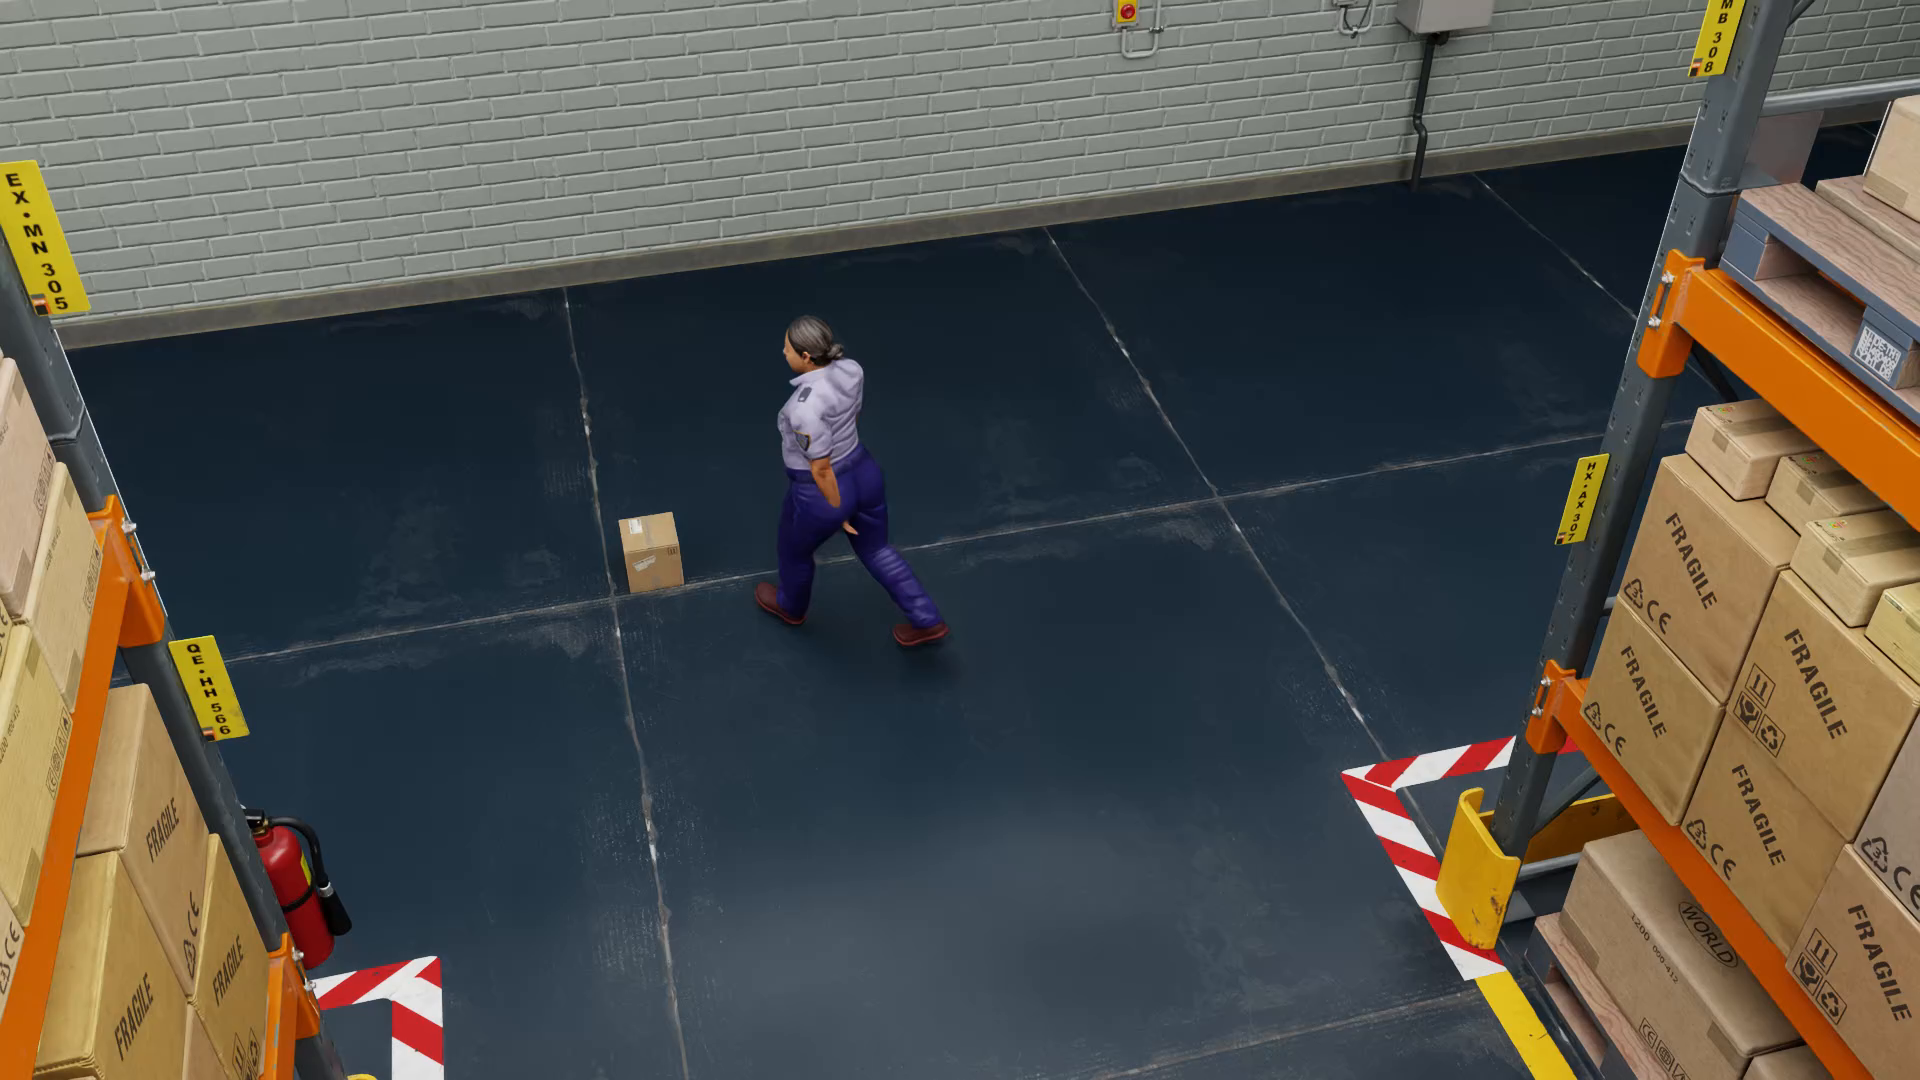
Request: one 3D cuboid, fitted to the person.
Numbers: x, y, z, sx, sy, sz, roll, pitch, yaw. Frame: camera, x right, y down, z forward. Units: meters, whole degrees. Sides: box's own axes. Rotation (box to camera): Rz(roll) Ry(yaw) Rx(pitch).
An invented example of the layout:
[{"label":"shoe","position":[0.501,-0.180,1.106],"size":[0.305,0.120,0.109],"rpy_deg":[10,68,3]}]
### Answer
[{"label":"person","position":[-0.508,-0.217,6.999],"size":[0.981,1.610,0.450],"rpy_deg":[24,44,27]}]
